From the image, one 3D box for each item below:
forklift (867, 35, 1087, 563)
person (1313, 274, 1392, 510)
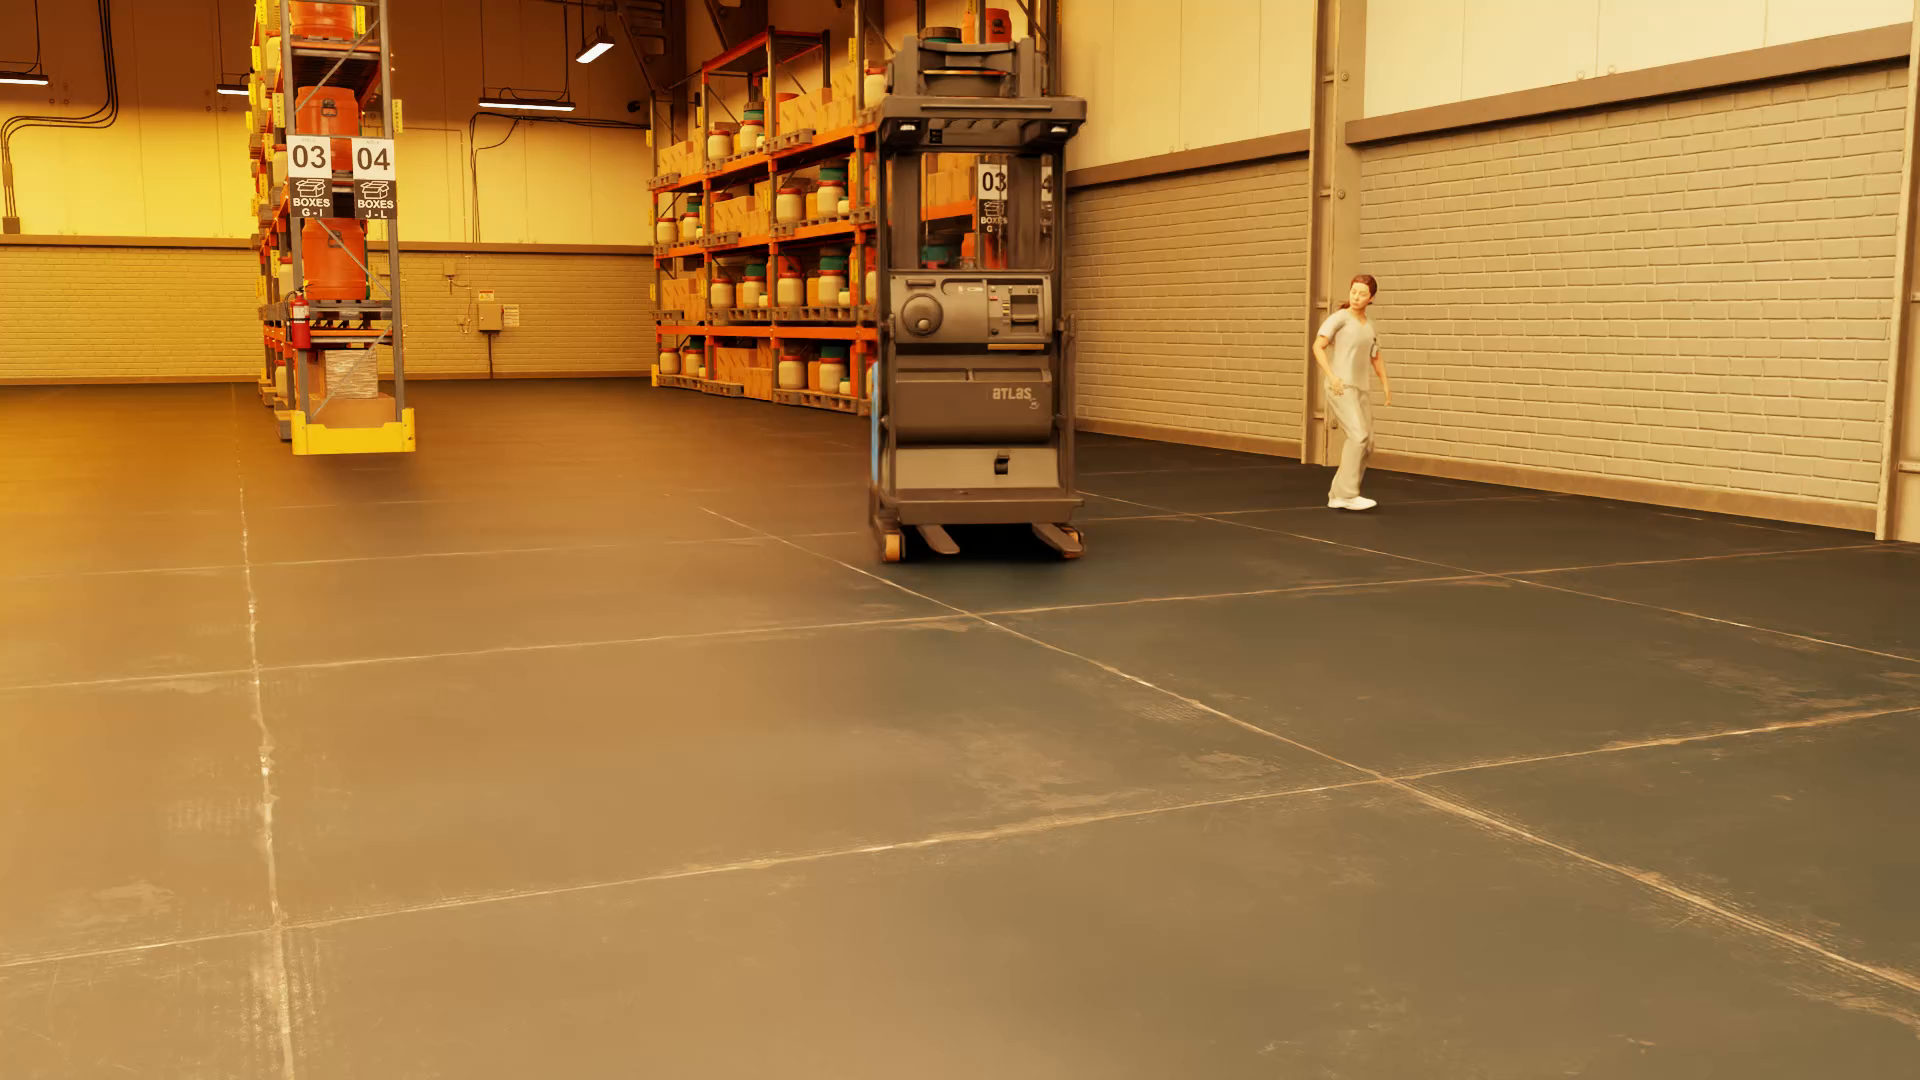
[{"bbox_3d":[0.090,-1.371,9.341,1.130,2.935,3.031,-1,8,-6],"label":"forklift"},{"bbox_3d":[2.805,-1.026,11.642,0.634,1.650,0.484,-7,10,-41],"label":"person"}]
